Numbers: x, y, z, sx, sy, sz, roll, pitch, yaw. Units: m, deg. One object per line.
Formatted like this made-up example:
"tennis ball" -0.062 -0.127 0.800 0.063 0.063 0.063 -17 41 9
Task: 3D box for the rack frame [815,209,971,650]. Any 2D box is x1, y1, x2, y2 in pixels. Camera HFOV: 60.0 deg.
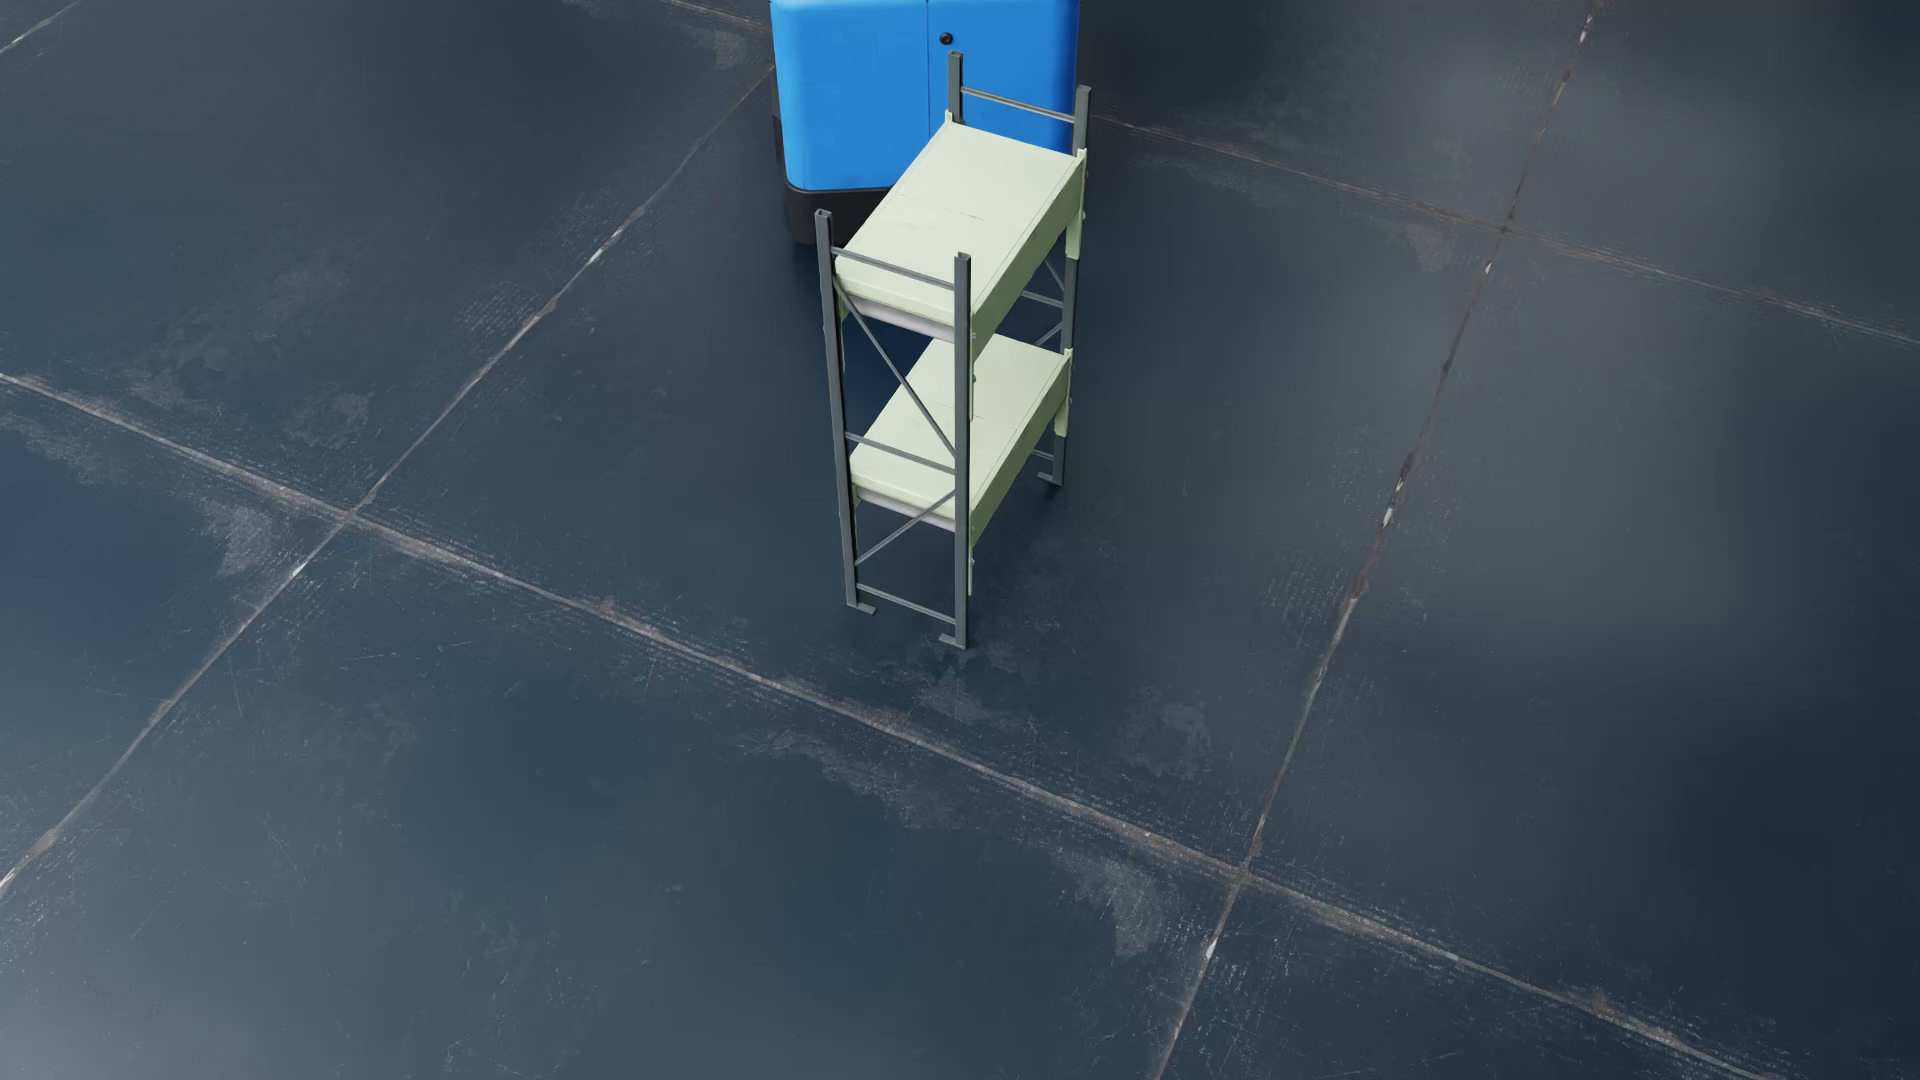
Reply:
"rack frame" -0.159 -0.229 4.460 0.400 1.500 0.023 20 52 16

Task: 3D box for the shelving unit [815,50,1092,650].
"shelving unit" -0.003 -0.481 4.675 0.431 1.500 0.755 20 52 16

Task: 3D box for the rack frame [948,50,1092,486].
"rack frame" 0.154 -0.733 4.889 0.400 1.500 0.023 20 52 16

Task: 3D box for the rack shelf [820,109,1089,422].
"rack shelf" -0.003 -0.734 4.378 0.431 0.370 0.720 20 52 16

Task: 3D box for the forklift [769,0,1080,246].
"forklift" -0.215 -3.150 6.006 1.130 2.935 3.031 -3 50 -3

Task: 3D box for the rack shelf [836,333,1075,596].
"rack shelf" -0.003 -0.270 4.923 0.431 0.370 0.720 20 52 16
